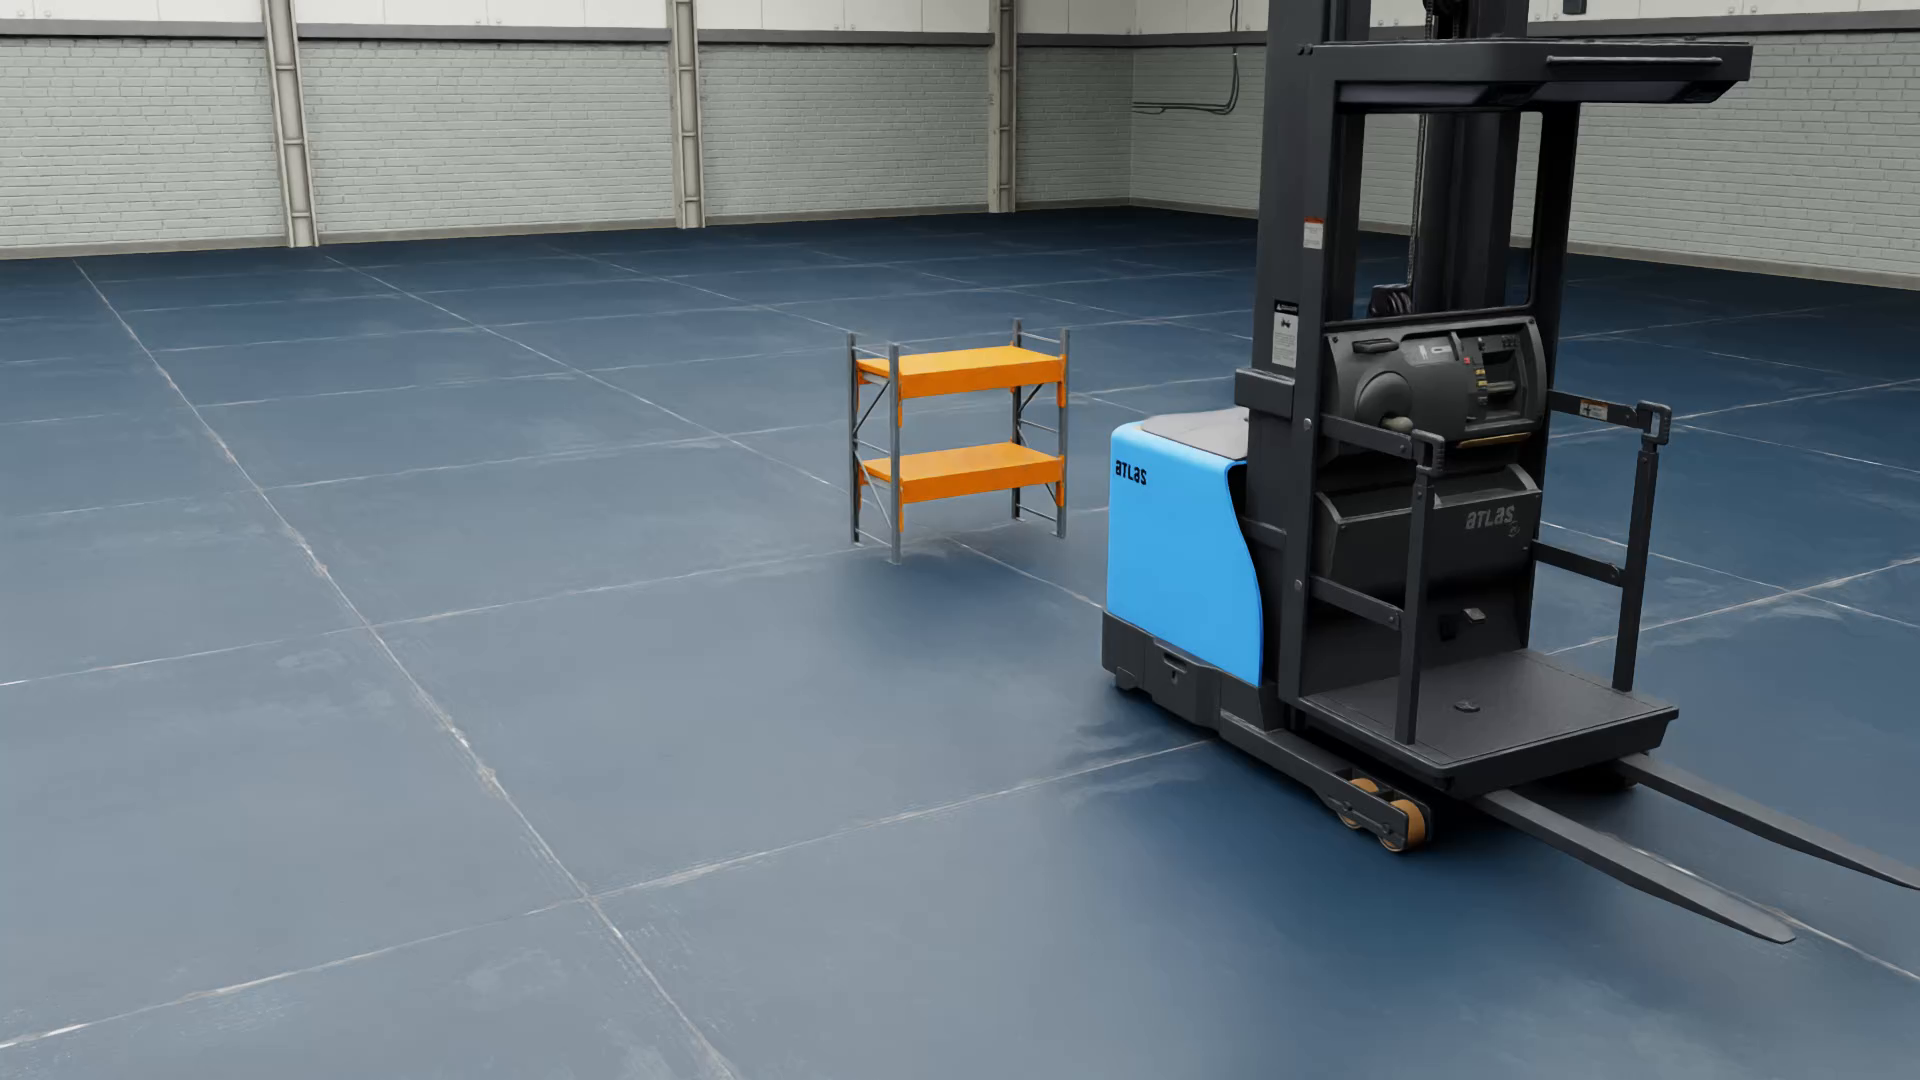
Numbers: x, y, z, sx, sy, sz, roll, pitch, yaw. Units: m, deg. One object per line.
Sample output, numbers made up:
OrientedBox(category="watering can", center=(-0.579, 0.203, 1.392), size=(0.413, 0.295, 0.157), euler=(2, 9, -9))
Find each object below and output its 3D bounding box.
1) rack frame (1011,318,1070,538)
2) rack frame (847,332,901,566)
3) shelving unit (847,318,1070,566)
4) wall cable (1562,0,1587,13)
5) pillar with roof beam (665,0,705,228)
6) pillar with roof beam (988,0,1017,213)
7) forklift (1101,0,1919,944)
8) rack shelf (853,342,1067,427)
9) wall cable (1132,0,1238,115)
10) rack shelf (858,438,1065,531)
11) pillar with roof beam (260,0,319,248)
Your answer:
OrientedBox(category="rack frame", center=(0.430, -0.611, 9.007), size=(0.032, 1.125, 0.500), euler=(-9, 18, -30))
OrientedBox(category="rack frame", center=(-0.442, -0.470, 8.503), size=(0.032, 1.125, 0.500), euler=(-9, 18, -30))
OrientedBox(category="shelving unit", center=(-0.006, -0.541, 8.755), size=(1.048, 1.125, 0.538), euler=(-9, 18, -30))
OrientedBox(category="wall cable", center=(8.835, -9.808, 20.926), size=(0.169, 6.003, 2.305), euler=(-9, 18, -30))
OrientedBox(category="pillar with roof beam", center=(-2.173, -8.435, 22.330), size=(0.400, 9.000, 9.100), euler=(-9, 18, -30))
OrientedBox(category="pillar with roof beam", center=(2.970, -9.269, 25.305), size=(0.400, 9.000, 9.100), euler=(-9, 18, -30))
OrientedBox(category="forklift", center=(1.721, -0.549, 5.436), size=(1.130, 2.935, 3.031), euler=(-8, 18, -27))
OrientedBox(category="rack shelf", center=(-0.006, -0.823, 8.676), size=(1.000, 0.278, 0.538), euler=(-9, 18, -30))
OrientedBox(category="wall cable", center=(3.959, -8.874, 29.647), size=(0.112, 2.526, 3.097), euler=(-9, 18, -30))
OrientedBox(category="rack shelf", center=(-0.006, -0.305, 8.821), size=(1.000, 0.278, 0.538), euler=(-9, 18, -30))
OrientedBox(category="pillar with roof beam", center=(-7.316, -7.601, 19.355), size=(0.400, 9.000, 9.100), euler=(-9, 18, -30))
